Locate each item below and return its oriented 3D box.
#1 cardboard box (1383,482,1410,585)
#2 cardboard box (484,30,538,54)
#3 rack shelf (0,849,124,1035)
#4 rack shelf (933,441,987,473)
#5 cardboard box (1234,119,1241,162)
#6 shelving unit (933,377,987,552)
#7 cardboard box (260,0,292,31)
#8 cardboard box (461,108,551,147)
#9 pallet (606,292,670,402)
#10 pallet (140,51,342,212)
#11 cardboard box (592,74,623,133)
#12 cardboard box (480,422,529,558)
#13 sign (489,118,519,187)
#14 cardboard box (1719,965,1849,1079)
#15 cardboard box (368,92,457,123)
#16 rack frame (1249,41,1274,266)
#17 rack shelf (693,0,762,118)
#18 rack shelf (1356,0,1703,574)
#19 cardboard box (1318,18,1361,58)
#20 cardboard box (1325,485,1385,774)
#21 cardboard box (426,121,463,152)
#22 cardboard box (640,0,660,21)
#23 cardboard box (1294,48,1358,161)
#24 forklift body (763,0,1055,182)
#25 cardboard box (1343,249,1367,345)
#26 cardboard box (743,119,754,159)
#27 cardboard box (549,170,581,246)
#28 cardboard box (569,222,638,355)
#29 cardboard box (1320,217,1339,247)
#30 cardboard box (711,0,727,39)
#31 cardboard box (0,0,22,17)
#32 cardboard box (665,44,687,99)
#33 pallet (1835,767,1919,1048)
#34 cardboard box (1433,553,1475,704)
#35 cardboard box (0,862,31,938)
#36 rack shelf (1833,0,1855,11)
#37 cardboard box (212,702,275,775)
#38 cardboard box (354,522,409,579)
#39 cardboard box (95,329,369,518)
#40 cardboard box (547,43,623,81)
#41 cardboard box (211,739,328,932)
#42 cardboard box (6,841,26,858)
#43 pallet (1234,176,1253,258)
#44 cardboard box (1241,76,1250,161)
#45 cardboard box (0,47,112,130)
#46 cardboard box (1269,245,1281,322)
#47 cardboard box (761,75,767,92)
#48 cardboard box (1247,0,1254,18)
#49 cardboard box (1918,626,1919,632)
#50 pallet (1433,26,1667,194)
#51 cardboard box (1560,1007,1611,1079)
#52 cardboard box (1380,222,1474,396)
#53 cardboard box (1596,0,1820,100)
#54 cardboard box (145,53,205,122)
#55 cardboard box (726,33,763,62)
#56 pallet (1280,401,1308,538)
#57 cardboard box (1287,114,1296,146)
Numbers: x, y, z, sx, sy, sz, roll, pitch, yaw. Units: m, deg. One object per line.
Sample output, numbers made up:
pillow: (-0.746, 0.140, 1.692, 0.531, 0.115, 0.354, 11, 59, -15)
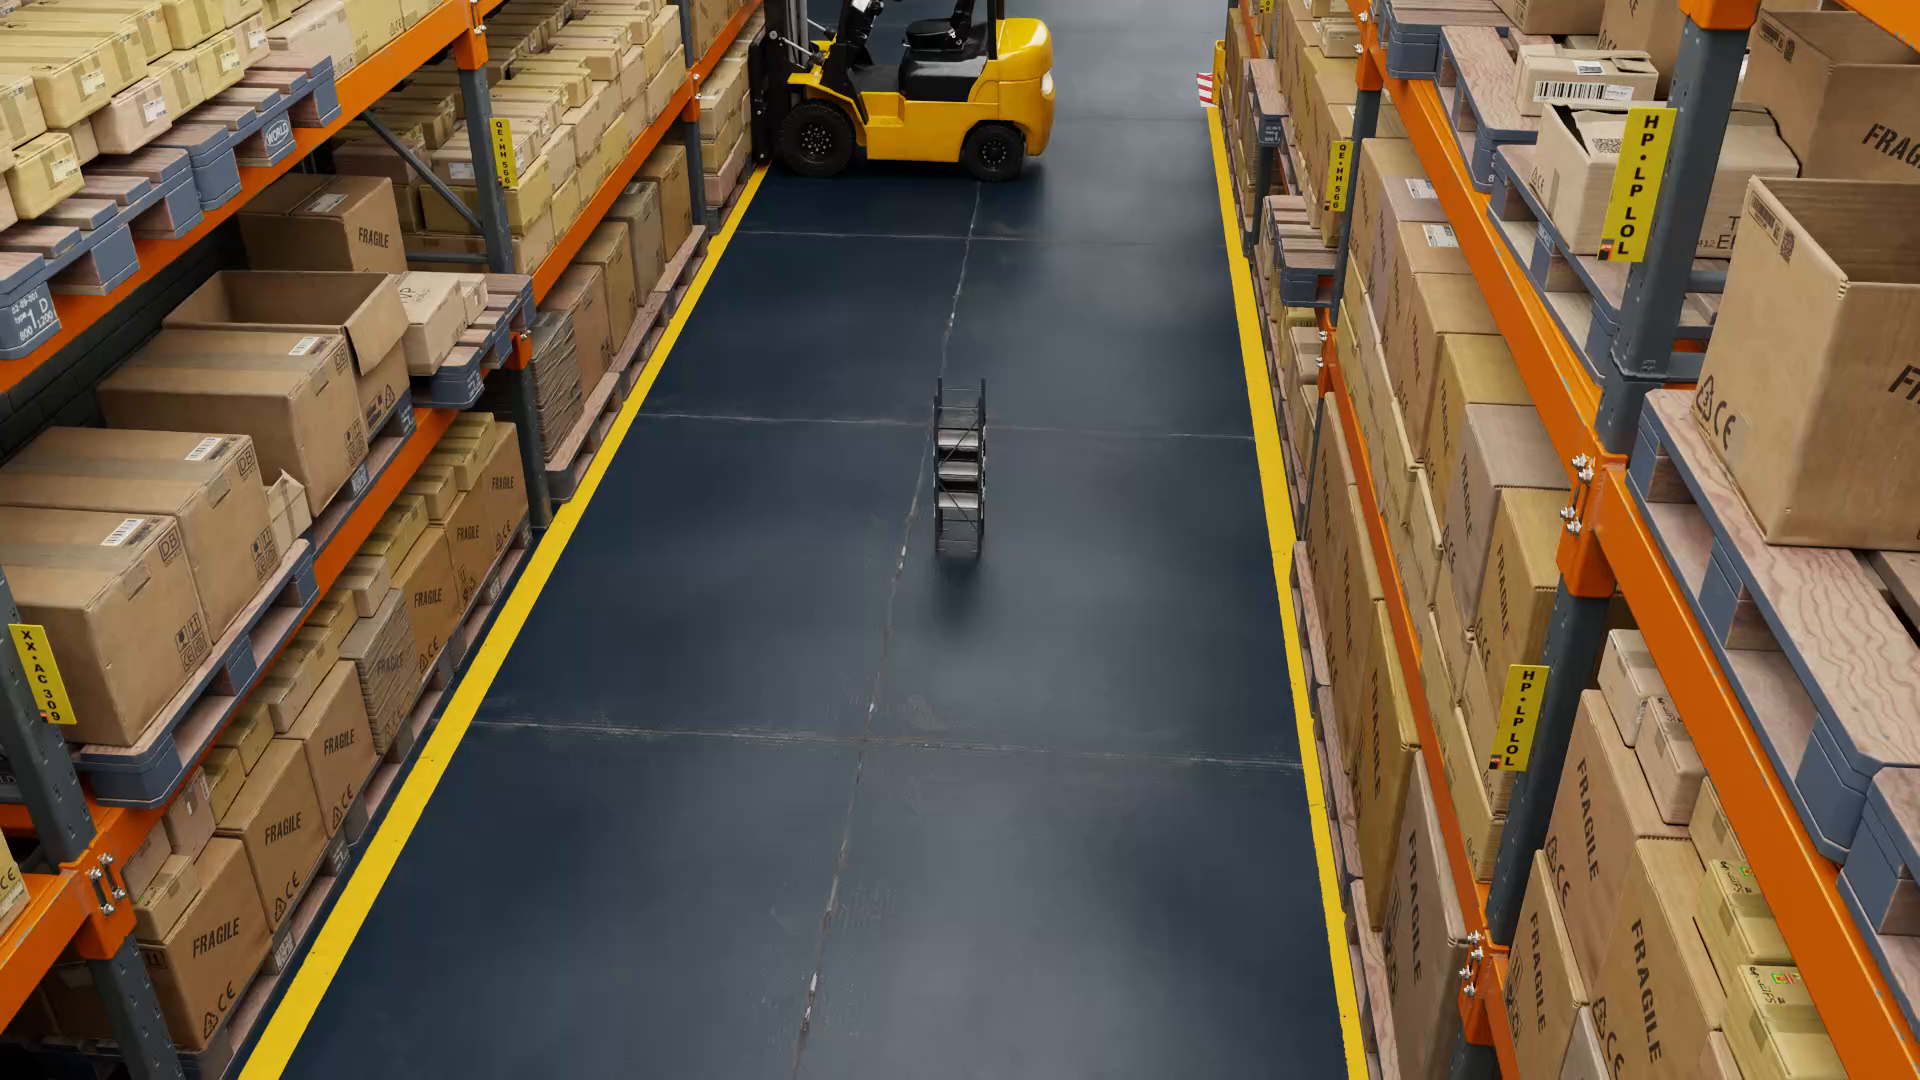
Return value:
cardboard box: (1.860, -0.058, 6.128, 0.500, 0.250, 0.500, 2, 32, 4)
cardboard box: (-2.761, -2.950, 9.964, 0.380, 0.149, 0.250, 2, 32, 4)
rack shelf: (-3.176, 2.065, 3.226, 1.077, 0.370, 4.000, 2, 32, 4)
rack shelf: (-0.001, -0.427, 8.477, 0.258, 0.077, 0.200, 2, 32, 4)
cardboard box: (2.445, -3.134, 13.196, 0.500, 0.250, 0.500, 3, 32, 5)
shelving unit: (-0.001, -0.379, 8.507, 0.258, 0.900, 0.210, 2, 32, 4)
cardboard box: (-2.607, -1.894, 5.868, 0.380, 0.149, 0.250, 3, 32, 5)
cardboard box: (-2.352, -2.127, 8.628, 0.380, 0.149, 0.250, 3, 32, 5)
pallet: (-2.480, -1.257, 10.588, 1.003, 0.211, 1.213, 2, 32, 4)
pallet: (-2.809, -1.365, 5.425, 1.213, 0.211, 1.003, 2, 32, 4)
cardboard box: (-2.289, -2.552, 9.699, 0.500, 0.250, 0.500, 3, 32, 5)
cardboard box: (-2.508, -0.263, 8.300, 0.500, 0.500, 0.500, 3, 32, 5)
sign: (-2.146, -1.820, 7.815, 0.100, 0.325, 0.005, 2, 32, 4)
cardboard box: (1.535, 0.868, 2.816, 0.380, 0.149, 0.250, 2, 32, 3)
cardboard box: (-2.920, -2.282, 8.880, 0.380, 0.149, 0.250, 2, 32, 3)
rack frame: (2.586, -3.260, 11.181, 1.000, 3.000, 0.127, 2, 32, 4)
rack shelf: (-2.199, -4.210, 13.408, 1.077, 0.370, 4.000, 2, 32, 4)
rack shelf: (2.097, -1.094, 5.492, 1.077, 0.370, 4.000, 2, 32, 4)
cardboard box: (2.112, -2.660, 8.810, 0.380, 0.149, 0.250, 1, 32, 2)
cardboard box: (2.044, 0.381, 6.898, 0.875, 0.875, 0.875, 3, 32, 5)
cardboard box: (-2.888, -2.042, 8.871, 0.500, 0.250, 0.500, 3, 32, 4)
cardboard box: (-2.171, -3.465, 10.800, 0.380, 0.149, 0.250, 2, 32, 3)
cardboard box: (2.091, -2.301, 8.845, 0.500, 0.500, 0.500, 0, 32, 1)
forklift body: (-0.372, -4.131, 13.403, 2.313, 2.155, 1.214, 2, 32, 4)
cardboard box: (1.973, -1.063, 7.283, 0.500, 0.250, 0.500, 2, 32, 4)
cardboard box: (-1.940, -3.253, 13.390, 0.500, 0.250, 0.500, 3, 32, 5)
cardboard box: (-2.362, -1.799, 8.953, 0.500, 0.250, 0.500, 2, 32, 3)
cardboard box: (-2.523, -1.566, 10.295, 0.875, 0.625, 0.625, 1, 32, 2)
cardboard box: (2.002, -1.565, 8.270, 0.380, 0.149, 0.250, 3, 32, 5)
cardboard box: (-2.040, -4.007, 12.297, 0.500, 0.500, 0.500, 3, 32, 5)
cardboard box: (-3.017, -1.506, 4.935, 0.380, 0.149, 0.250, 2, 32, 2)
cardboard box: (-2.142, -3.132, 11.116, 0.500, 0.250, 0.500, 3, 32, 5)
pallet: (1.755, 0.747, 1.904, 1.003, 0.211, 1.213, 2, 32, 4)
cardboard box: (1.761, 0.271, 5.117, 0.500, 0.250, 0.500, 3, 32, 5)
cardboard box: (-2.787, 0.997, 4.512, 0.380, 0.149, 0.250, 3, 32, 5)
rack shelf: (7.690, -3.841, 12.810, 1.077, 0.370, 4.000, 2, 32, 4)
cardboard box: (-2.755, 0.719, 6.088, 0.380, 0.149, 0.250, 2, 32, 3)
cardboard box: (-2.619, 0.046, 7.180, 0.380, 0.149, 0.250, 2, 32, 3)
cardboard box: (-2.645, -0.433, 6.098, 0.700, 0.500, 0.500, 2, 32, 4)
cardboard box: (-2.187, -2.790, 9.704, 0.380, 0.149, 0.250, 2, 32, 3)
cardboard box: (-2.716, 1.076, 6.127, 0.500, 0.500, 0.500, 2, 32, 3)
cardboard box: (-3.271, 1.117, 5.442, 0.380, 0.149, 0.250, 1, 32, 2)
pallet: (2.605, -2.426, 12.485, 1.003, 0.211, 1.213, 2, 32, 4)
cardboard box: (2.406, -3.175, 12.548, 0.500, 0.500, 0.500, 3, 32, 5)
cardboard box: (-2.538, -1.216, 4.465, 0.380, 0.149, 0.250, 2, 32, 3)
cardboard box: (2.490, -1.670, 10.705, 0.950, 0.372, 0.625, 4, 32, 7)
cardboard box: (-1.881, -3.721, 13.673, 0.500, 0.250, 0.500, 2, 32, 4)
cardboard box: (2.423, -4.134, 12.839, 0.380, 0.149, 0.250, 3, 32, 4)
cardboard box: (1.857, 0.087, 2.296, 0.797, 0.503, 0.637, 5, 32, 8)
pallet: (2.172, -1.441, 5.551, 1.003, 0.211, 1.213, 4, 32, 6)
cardboard box: (1.590, 1.378, 3.560, 0.500, 0.500, 0.500, 3, 32, 4)
cardboard box: (1.888, -0.860, 6.238, 0.500, 0.500, 0.500, 3, 32, 5)
cardboard box: (2.406, -1.733, 5.348, 0.500, 0.500, 0.500, 3, 32, 4)
cardboard box: (-2.512, -1.352, 4.969, 0.380, 0.149, 0.250, 2, 32, 3)
cardboard box: (-1.878, -3.945, 13.561, 0.500, 0.250, 0.500, 2, 32, 3)
pallet: (2.325, -0.390, 9.182, 1.003, 0.211, 1.213, 2, 32, 4)
cardboard box: (2.092, -2.376, 9.586, 0.380, 0.149, 0.250, 4, 32, 6)
